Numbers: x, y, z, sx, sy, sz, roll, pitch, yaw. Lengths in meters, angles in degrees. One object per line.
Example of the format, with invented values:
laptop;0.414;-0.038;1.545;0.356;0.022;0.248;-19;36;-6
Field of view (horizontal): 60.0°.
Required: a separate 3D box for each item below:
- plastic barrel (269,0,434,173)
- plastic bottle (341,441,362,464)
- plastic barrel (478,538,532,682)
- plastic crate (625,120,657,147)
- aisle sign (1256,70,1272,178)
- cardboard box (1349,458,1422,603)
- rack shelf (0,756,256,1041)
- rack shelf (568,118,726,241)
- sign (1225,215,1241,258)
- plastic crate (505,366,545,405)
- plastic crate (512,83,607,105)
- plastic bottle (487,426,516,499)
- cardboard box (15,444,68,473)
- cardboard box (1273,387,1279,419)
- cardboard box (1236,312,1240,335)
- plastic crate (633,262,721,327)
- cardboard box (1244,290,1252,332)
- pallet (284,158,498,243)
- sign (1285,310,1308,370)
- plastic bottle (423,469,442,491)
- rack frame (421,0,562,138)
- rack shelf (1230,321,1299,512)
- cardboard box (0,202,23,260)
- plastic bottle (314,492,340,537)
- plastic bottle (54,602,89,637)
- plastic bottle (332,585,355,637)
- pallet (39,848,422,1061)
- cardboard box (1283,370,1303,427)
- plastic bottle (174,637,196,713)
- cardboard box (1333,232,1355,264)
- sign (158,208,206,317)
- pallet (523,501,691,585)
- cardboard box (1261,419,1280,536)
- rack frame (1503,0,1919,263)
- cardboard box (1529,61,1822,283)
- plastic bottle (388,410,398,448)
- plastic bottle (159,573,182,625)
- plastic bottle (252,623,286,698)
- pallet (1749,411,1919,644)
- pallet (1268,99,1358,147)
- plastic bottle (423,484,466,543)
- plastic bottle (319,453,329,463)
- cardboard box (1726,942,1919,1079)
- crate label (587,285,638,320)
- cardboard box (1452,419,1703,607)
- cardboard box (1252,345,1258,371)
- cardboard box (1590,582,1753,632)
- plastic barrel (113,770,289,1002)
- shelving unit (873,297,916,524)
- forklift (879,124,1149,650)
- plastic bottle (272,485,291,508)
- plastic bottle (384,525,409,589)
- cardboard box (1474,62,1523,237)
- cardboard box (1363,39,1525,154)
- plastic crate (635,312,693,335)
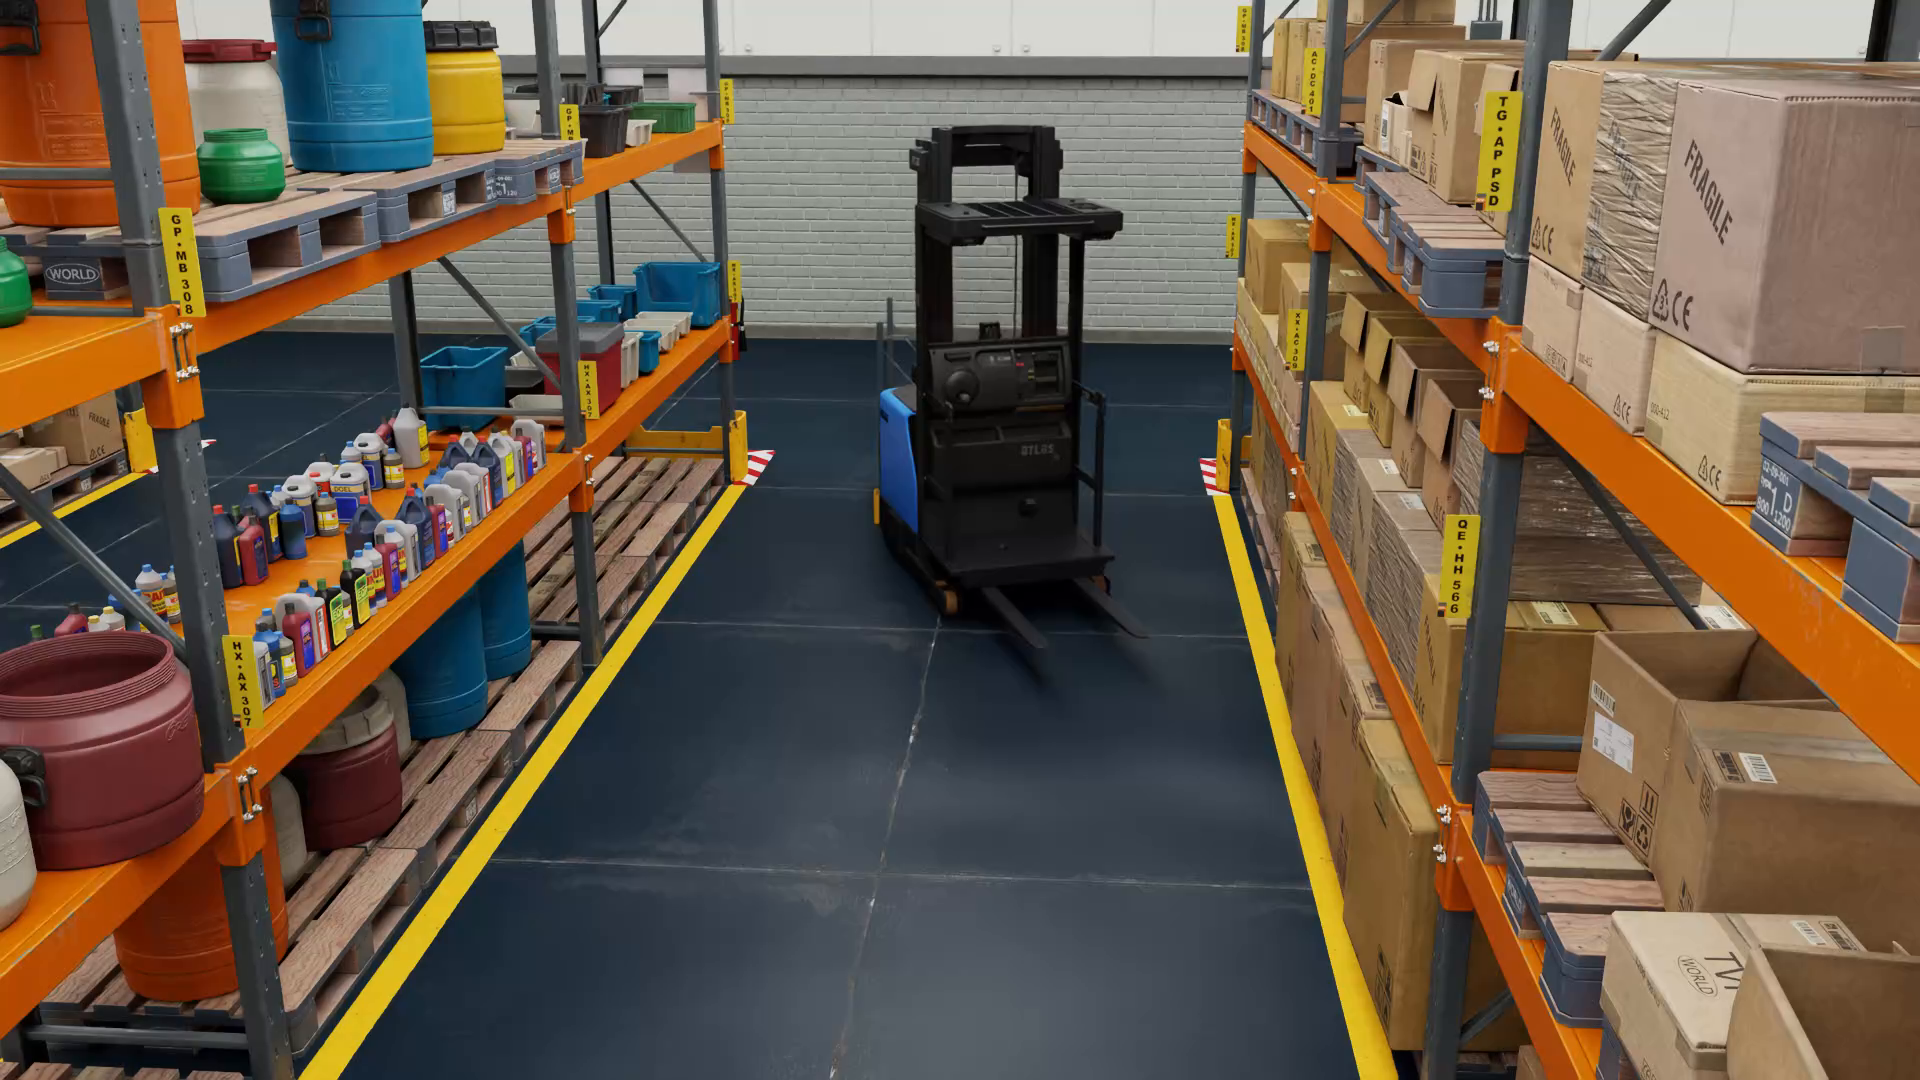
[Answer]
plastic barrel;-2.571;-2.040;7.035;0.600;0.901;0.708;1;18;4
plastic bottle;-3.076;-0.365;8.426;0.097;0.271;0.097;0;18;0
plastic barrel;-2.657;0.256;9.020;0.600;0.901;0.708;1;18;4
plastic crate;-2.215;-2.605;10.663;0.437;0.136;0.530;1;18;4
aisle sign;2.332;-3.106;12.411;0.394;0.787;0.004;1;18;4
cardboard box;1.954;-0.038;7.060;0.500;0.500;0.500;2;18;5
rack shelf;-3.031;1.495;3.698;1.077;0.370;4.000;1;18;4
rack shelf;-2.458;-2.415;10.814;1.077;0.370;4.000;1;18;4
sign;2.073;-2.305;12.623;0.100;0.325;0.005;1;18;4
plastic crate;-2.789;-0.962;10.386;0.437;0.125;0.590;1;18;4
plastic crate;-2.698;-2.880;11.178;0.504;0.338;0.767;1;18;4
plastic bottle;-2.340;-0.394;8.387;0.144;0.351;0.185;1;18;4
cardboard box;-7.167;-0.629;12.868;0.380;0.166;0.250;1;18;4
cardboard box;2.090;-0.822;10.017;0.380;0.149;0.250;2;18;5
cardboard box;2.271;-1.620;12.452;0.380;0.149;0.250;1;18;5
plastic crate;-2.152;-1.890;12.720;0.616;0.435;0.499;1;18;4
cardboard box;2.292;-1.607;11.774;0.500;0.250;0.500;1;18;3
pallet;-2.638;-1.448;7.011;1.003;0.211;1.213;1;18;4
sign;1.786;-1.061;8.825;0.100;0.325;0.005;1;18;4
plastic bottle;-2.504;-0.205;7.937;0.097;0.271;0.097;0;18;0
rack frame;-2.601;-3.561;8.339;1.000;3.000;0.127;1;18;4
rack shelf;2.483;-0.879;10.943;1.077;0.370;4.000;1;18;4
cardboard box;-7.080;-2.124;11.823;0.500;0.500;0.500;2;18;5
plastic bottle;-2.971;-0.124;7.803;0.097;0.201;0.097;0;18;0
plastic bottle;-3.268;0.381;6.131;0.061;0.283;0.133;1;18;4
plastic bottle;-2.456;0.279;6.574;0.097;0.201;0.097;0;18;0
pallet;-2.873;1.611;6.666;1.003;0.211;1.213;1;18;4
cardboard box;2.109;-0.813;9.349;0.500;0.250;0.500;1;18;3
plastic bottle;-2.686;0.460;5.900;0.152;0.276;0.135;1;18;4
cardboard box;2.853;-2.111;12.108;0.500;0.500;0.500;2;18;5
sign;-2.338;-0.833;5.000;0.100;0.325;0.005;1;18;4
pallet;-2.502;0.006;11.566;1.003;0.211;1.213;1;18;4
cardboard box;2.595;-0.549;11.518;0.875;0.875;0.875;1;18;4
rack frame;2.053;-2.208;4.210;1.000;3.000;0.127;1;18;4
cardboard box;1.762;-0.928;4.156;0.500;0.500;0.500;1;18;4
plastic bottle;-3.053;-0.550;8.973;0.061;0.283;0.133;1;18;4
plastic bottle;-3.206;0.233;6.713;0.097;0.201;0.097;0;18;0
plastic bottle;-2.499;0.431;5.998;0.097;0.271;0.097;0;18;0
pallet;1.988;0.037;2.476;1.213;0.211;1.003;1;18;4
pallet;2.498;-2.615;10.410;1.003;0.211;1.213;1;18;4
plastic bottle;-2.395;-0.138;7.725;0.152;0.276;0.135;1;18;4
plastic bottle;-3.116;-0.275;8.131;0.061;0.283;0.133;1;18;4
cardboard box;1.798;1.096;2.921;0.797;0.503;0.637;3;18;10
crate label;-2.660;-1.832;12.870;0.416;0.233;0.303;1;18;4
cardboard box;2.121;-0.108;5.665;0.797;0.503;0.637;2;18;6
cardboard box;2.182;-1.220;11.233;0.380;0.149;0.250;1;18;3
cardboard box;2.359;0.450;5.571;0.500;0.500;0.500;2;18;6
plastic barrel;-2.870;1.212;6.219;0.600;0.830;0.708;1;18;4
shelving unit;-0.328;-0.998;12.562;0.587;1.500;1.083;1;18;2
forklift;0.328;-1.050;10.422;1.130;2.935;3.031;-5;19;-16
plastic bottle;-3.133;-0.119;7.675;0.097;0.271;0.097;0;18;0
plastic bottle;-2.416;0.072;7.093;0.097;0.271;0.097;0;18;0
cardboard box;2.024;-1.222;5.179;0.797;0.503;0.637;2;18;7
cardboard box;2.308;-2.092;7.837;0.700;0.500;0.500;2;18;5
plastic crate;-2.192;-1.598;12.311;0.396;0.136;0.243;1;18;4
